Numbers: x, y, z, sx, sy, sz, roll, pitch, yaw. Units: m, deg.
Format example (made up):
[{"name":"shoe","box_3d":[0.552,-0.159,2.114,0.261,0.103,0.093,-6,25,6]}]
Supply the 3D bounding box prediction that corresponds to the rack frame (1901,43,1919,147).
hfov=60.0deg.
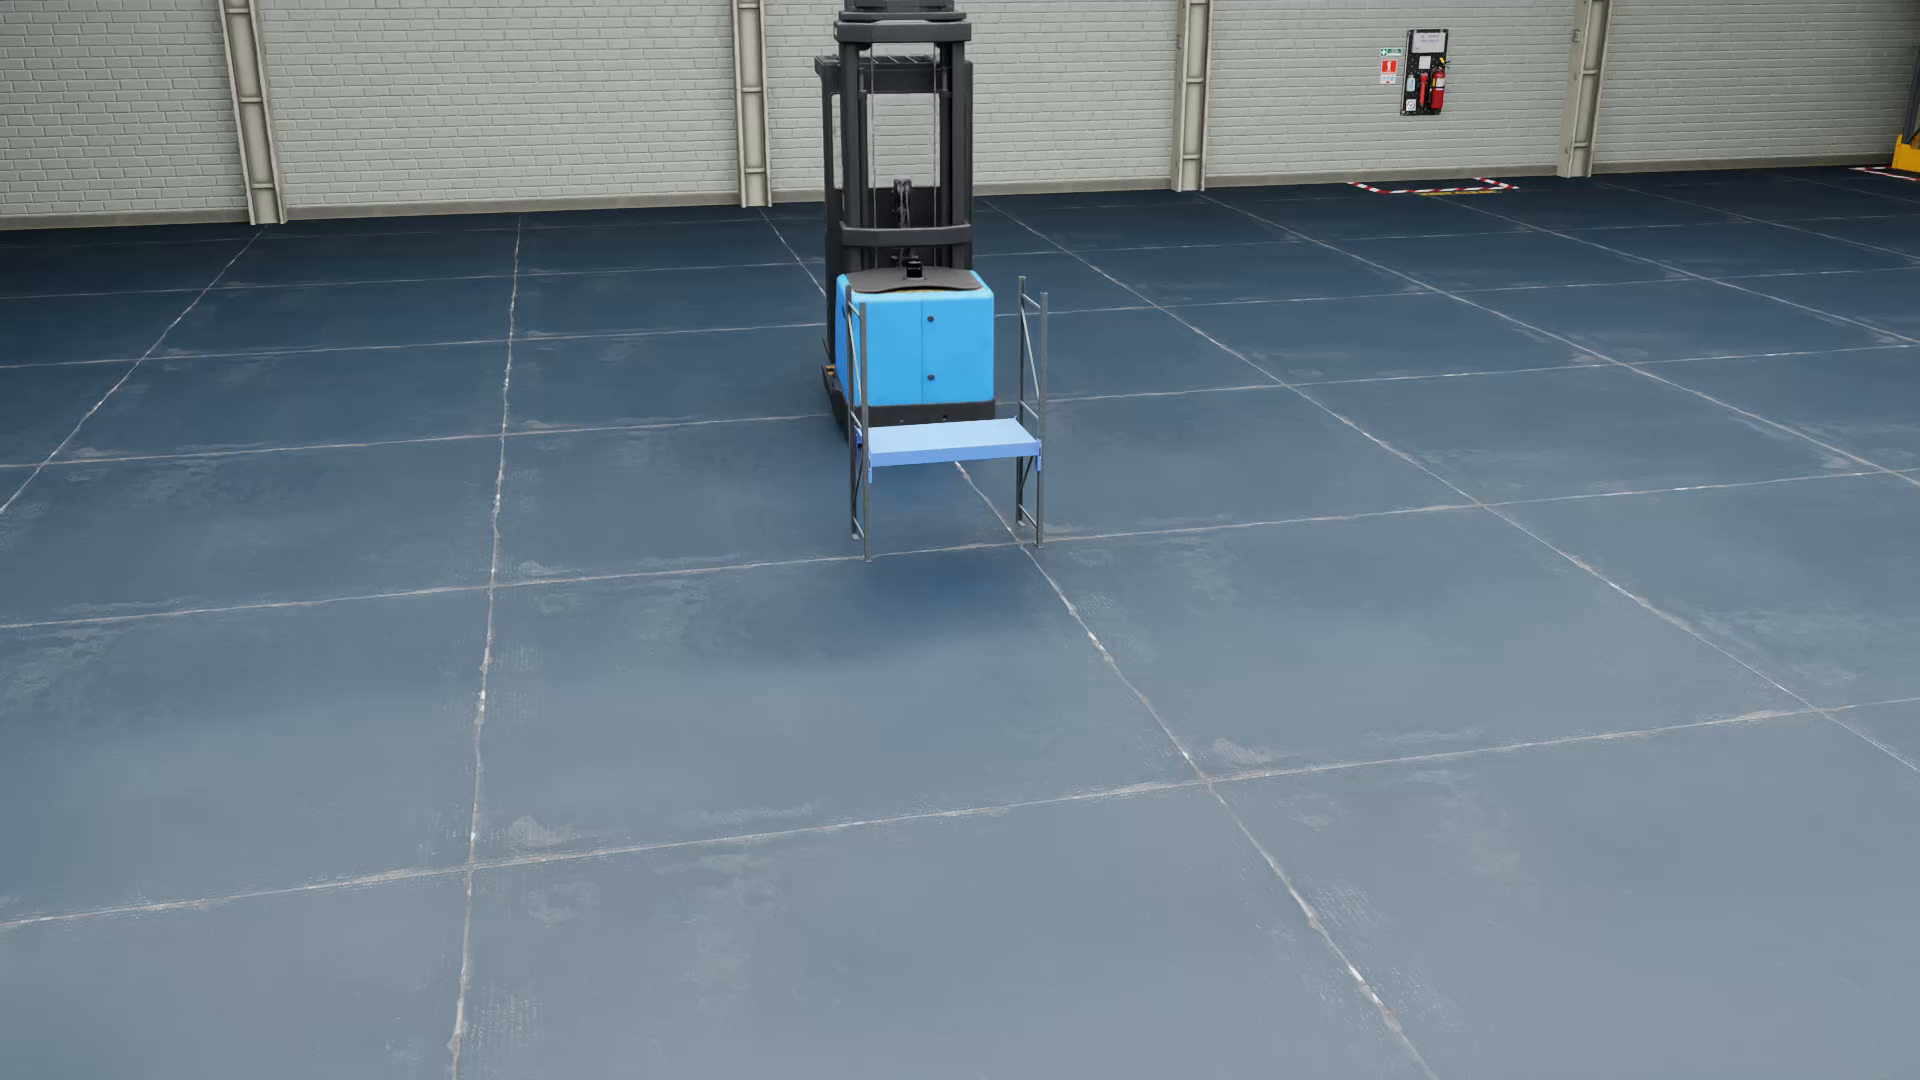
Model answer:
[{"name":"rack frame","box_3d":[14.354,-6.883,24.243,0.127,3.000,1.000,-5,21,-12]}]

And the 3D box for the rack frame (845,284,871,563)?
[{"name":"rack frame","box_3d":[-0.578,-0.657,9.428,0.032,1.500,0.500,-5,21,-12]}]

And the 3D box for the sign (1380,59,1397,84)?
[{"name":"sign","box_3d":[6.021,-6.578,23.358,0.234,0.329,0.001,-5,21,-12]}]

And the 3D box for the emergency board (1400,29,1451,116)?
[{"name":"emergency board","box_3d":[6.583,-6.570,23.389,0.643,1.169,0.194,-5,21,-12]}]

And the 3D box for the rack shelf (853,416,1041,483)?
[{"name":"rack shelf","box_3d":[-0.083,-0.529,9.600,1.000,0.185,0.538,-5,21,-12]}]

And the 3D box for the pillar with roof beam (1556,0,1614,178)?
[{"name":"pillar with roof beam","box_3d":[9.987,-8.129,18.923,0.400,9.000,9.100,-5,21,-12]}]

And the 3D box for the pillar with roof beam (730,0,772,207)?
[{"name":"pillar with roof beam","box_3d":[-1.691,-7.179,16.330,0.400,9.000,9.100,-5,21,-12]}]

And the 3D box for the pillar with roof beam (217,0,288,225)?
[{"name":"pillar with roof beam","box_3d":[-7.530,-6.704,15.033,0.400,9.000,9.100,-5,21,-12]}]

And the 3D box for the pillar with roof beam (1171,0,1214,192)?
[{"name":"pillar with roof beam","box_3d":[4.148,-7.654,17.626,0.400,9.000,9.100,-5,21,-12]}]

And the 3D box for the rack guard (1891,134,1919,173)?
[{"name":"rack guard","box_3d":[14.428,-5.715,24.689,0.348,0.500,1.175,-5,21,-12]}]

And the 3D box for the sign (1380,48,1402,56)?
[{"name":"sign","box_3d":[6.028,-6.824,23.259,0.331,0.109,0.001,-5,21,-12]}]

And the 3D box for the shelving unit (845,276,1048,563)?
[{"name":"shelving unit","box_3d":[-0.083,-0.697,9.538,1.048,1.500,0.538,-5,21,-12]}]

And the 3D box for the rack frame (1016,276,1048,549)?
[{"name":"rack frame","box_3d":[0.412,-0.738,9.648,0.032,1.500,0.500,-5,21,-12]}]

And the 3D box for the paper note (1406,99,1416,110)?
[{"name":"paper note","box_3d":[6.395,-6.165,23.565,0.142,0.148,0.016,-5,21,-12]}]

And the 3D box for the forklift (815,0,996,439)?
[{"name":"forklift","box_3d":[-0.486,-2.533,12.467,1.130,2.935,3.031,-3,20,-8]}]

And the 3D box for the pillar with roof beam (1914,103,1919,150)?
[{"name":"pillar with roof beam","box_3d":[15.826,-8.604,20.219,0.400,9.000,9.100,-5,21,-12]}]

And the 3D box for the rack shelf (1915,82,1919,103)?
[{"name":"rack shelf","box_3d":[16.300,-6.703,24.799,4.000,0.370,1.077,-5,21,-12]}]
